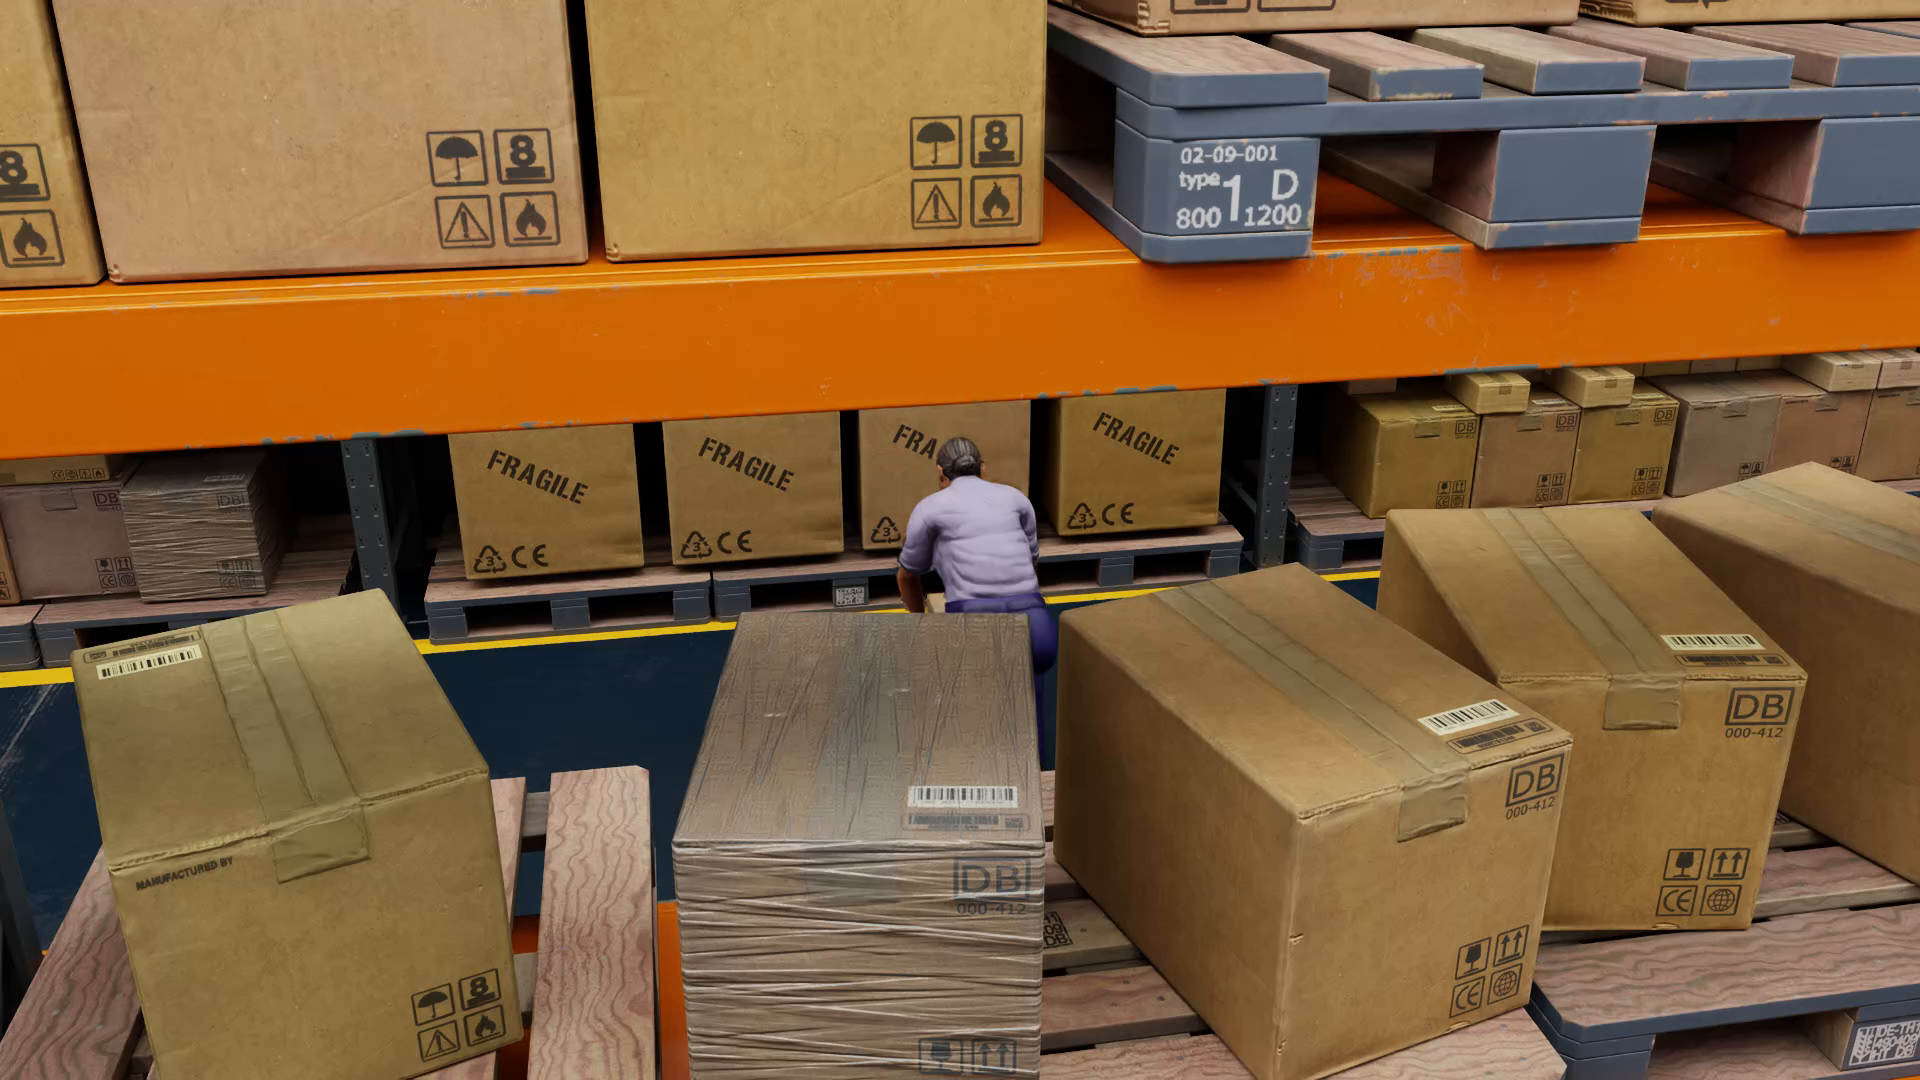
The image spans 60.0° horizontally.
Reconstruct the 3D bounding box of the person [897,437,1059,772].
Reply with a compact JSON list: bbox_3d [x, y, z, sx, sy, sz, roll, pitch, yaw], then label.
[{"bbox_3d":[0.057,0.276,6.050,0.541,1.202,0.675,-4,24,-10],"label":"person"}]
